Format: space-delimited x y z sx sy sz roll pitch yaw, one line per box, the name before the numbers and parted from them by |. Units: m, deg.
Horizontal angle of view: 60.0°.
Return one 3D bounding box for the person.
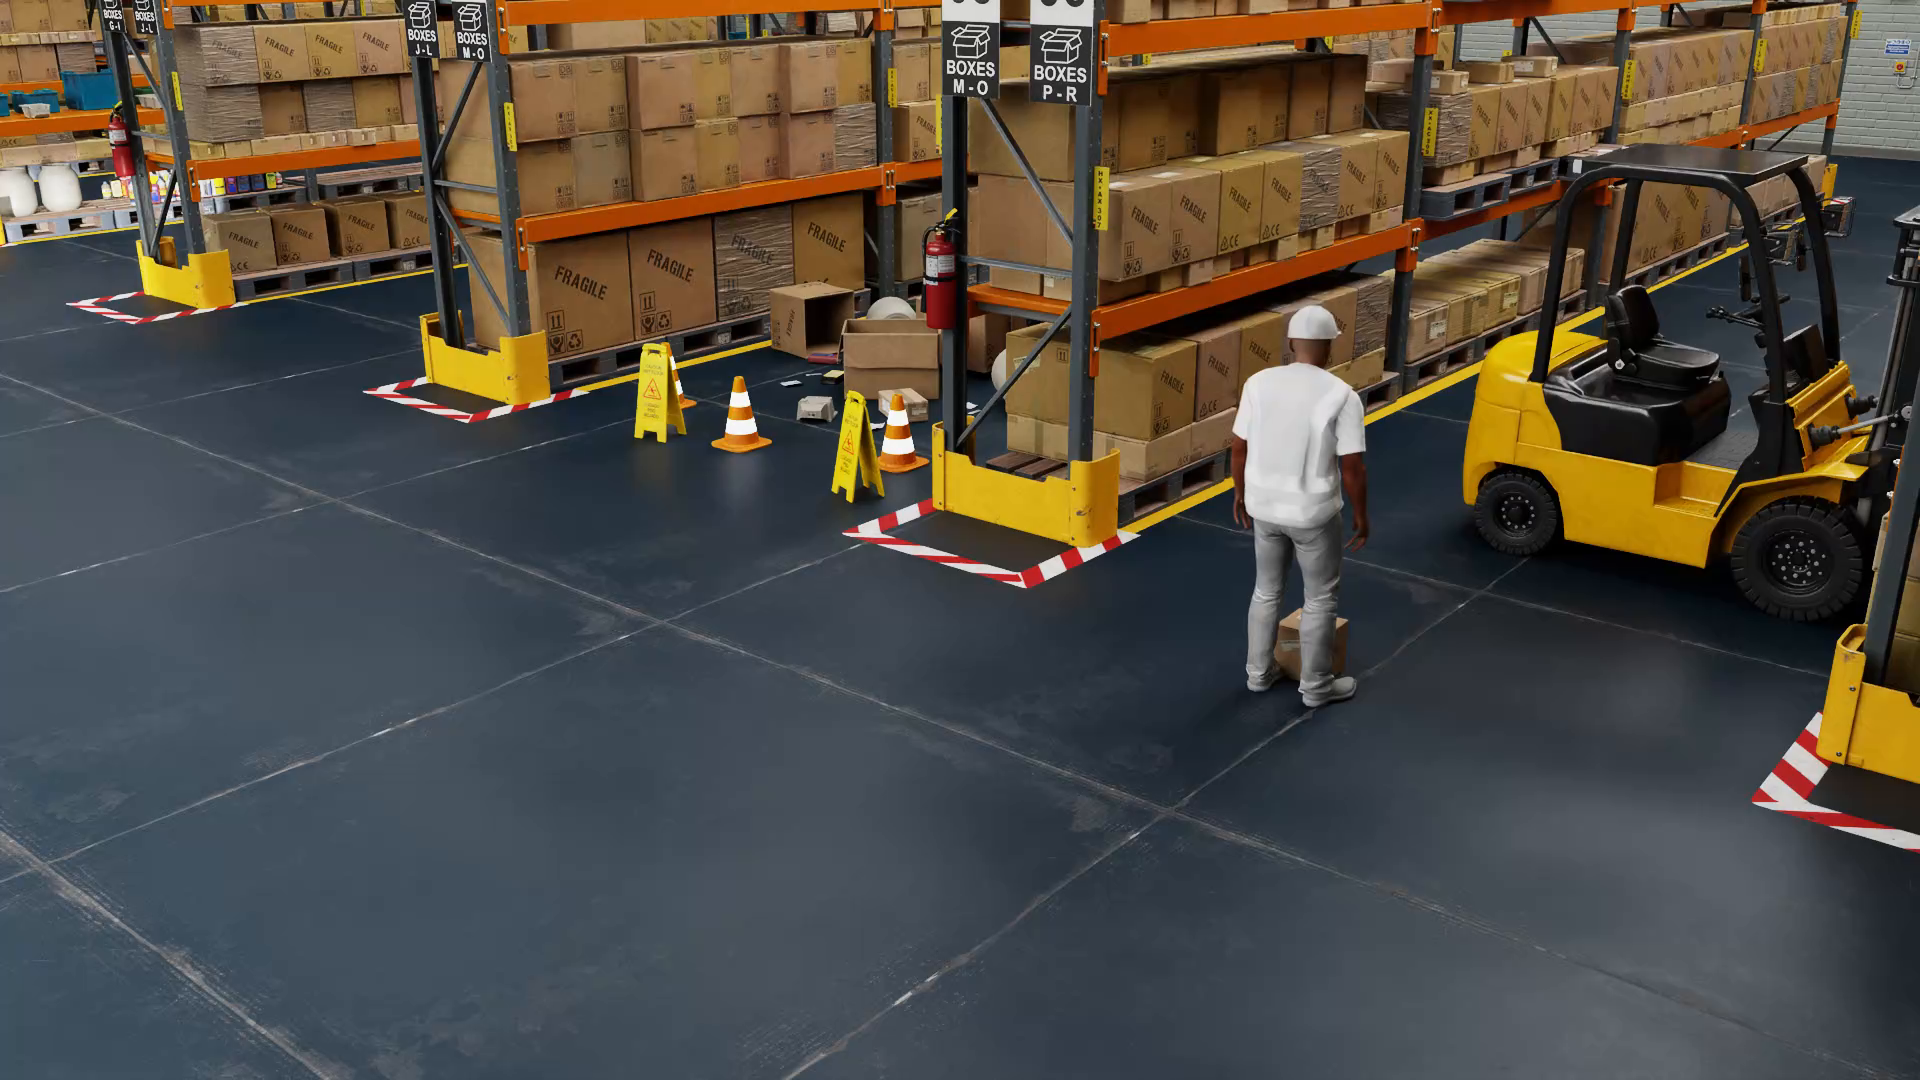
person | 1.490 -0.151 7.314 0.637 1.761 0.455 14 25 34
